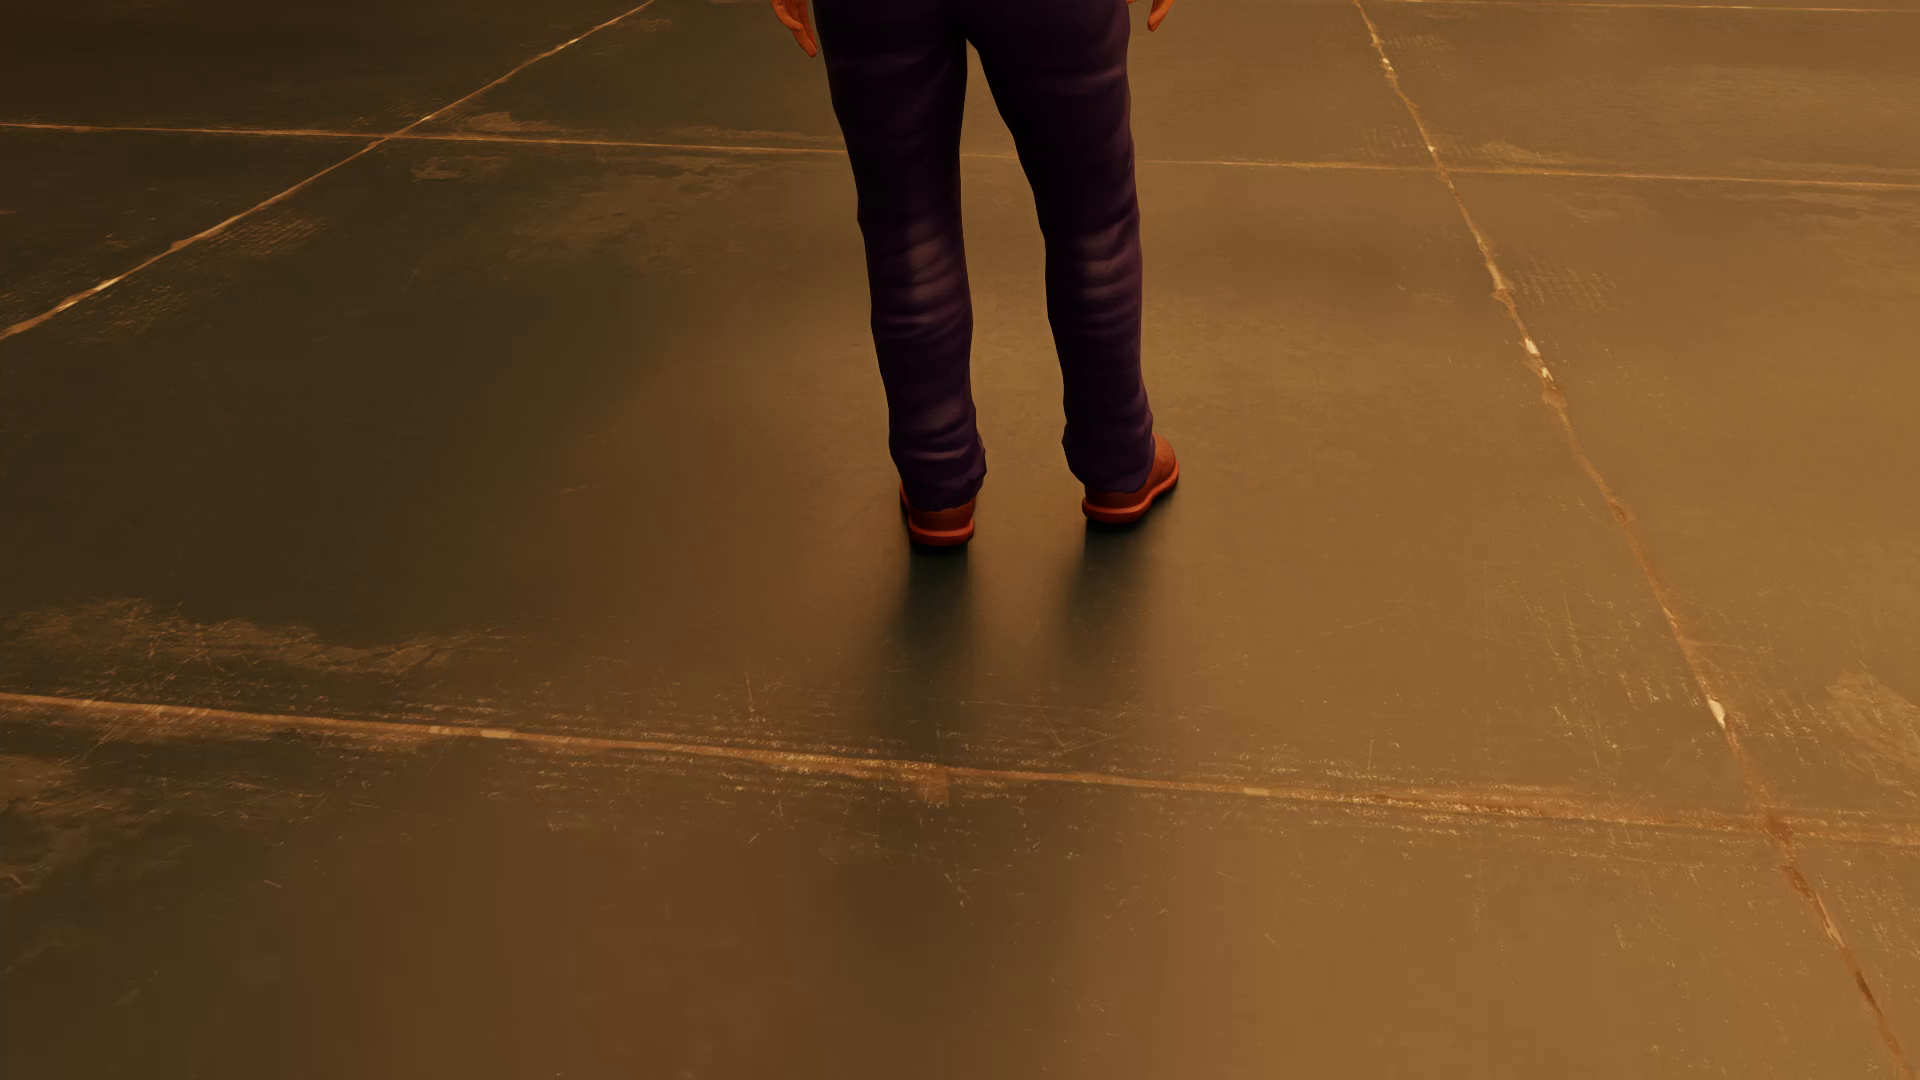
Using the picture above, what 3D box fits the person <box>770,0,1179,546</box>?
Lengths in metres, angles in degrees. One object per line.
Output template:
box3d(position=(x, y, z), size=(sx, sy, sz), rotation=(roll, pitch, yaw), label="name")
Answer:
box3d(position=(0.035, -0.779, 2.208), size=(0.598, 1.643, 0.502), rotation=(3, 27, 7), label="person")
